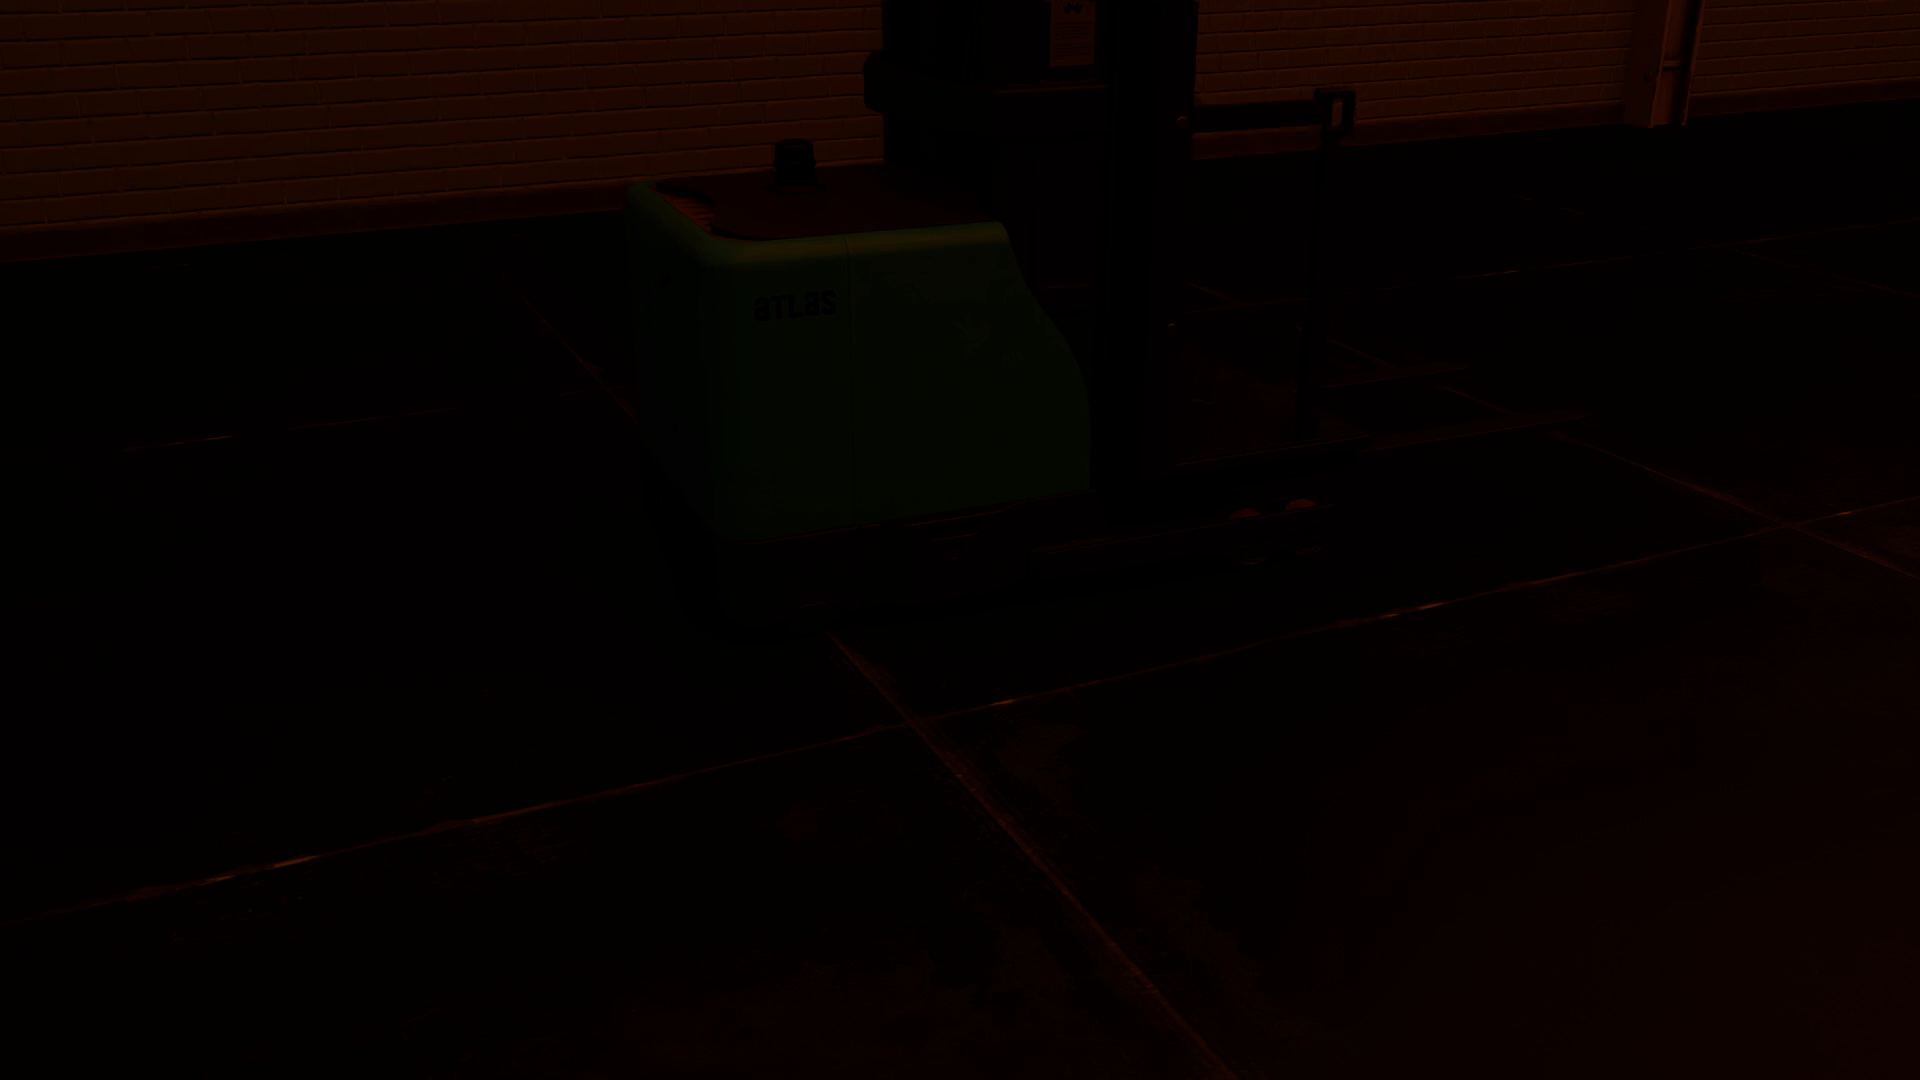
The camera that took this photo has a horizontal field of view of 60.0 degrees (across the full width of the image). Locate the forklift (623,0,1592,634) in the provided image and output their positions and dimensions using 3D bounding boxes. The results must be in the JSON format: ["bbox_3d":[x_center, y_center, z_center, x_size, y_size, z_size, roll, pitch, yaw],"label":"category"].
[{"bbox_3d":[0.580,-1.455,4.789,3.031,2.935,1.130,-9,24,-21],"label":"forklift"}]
